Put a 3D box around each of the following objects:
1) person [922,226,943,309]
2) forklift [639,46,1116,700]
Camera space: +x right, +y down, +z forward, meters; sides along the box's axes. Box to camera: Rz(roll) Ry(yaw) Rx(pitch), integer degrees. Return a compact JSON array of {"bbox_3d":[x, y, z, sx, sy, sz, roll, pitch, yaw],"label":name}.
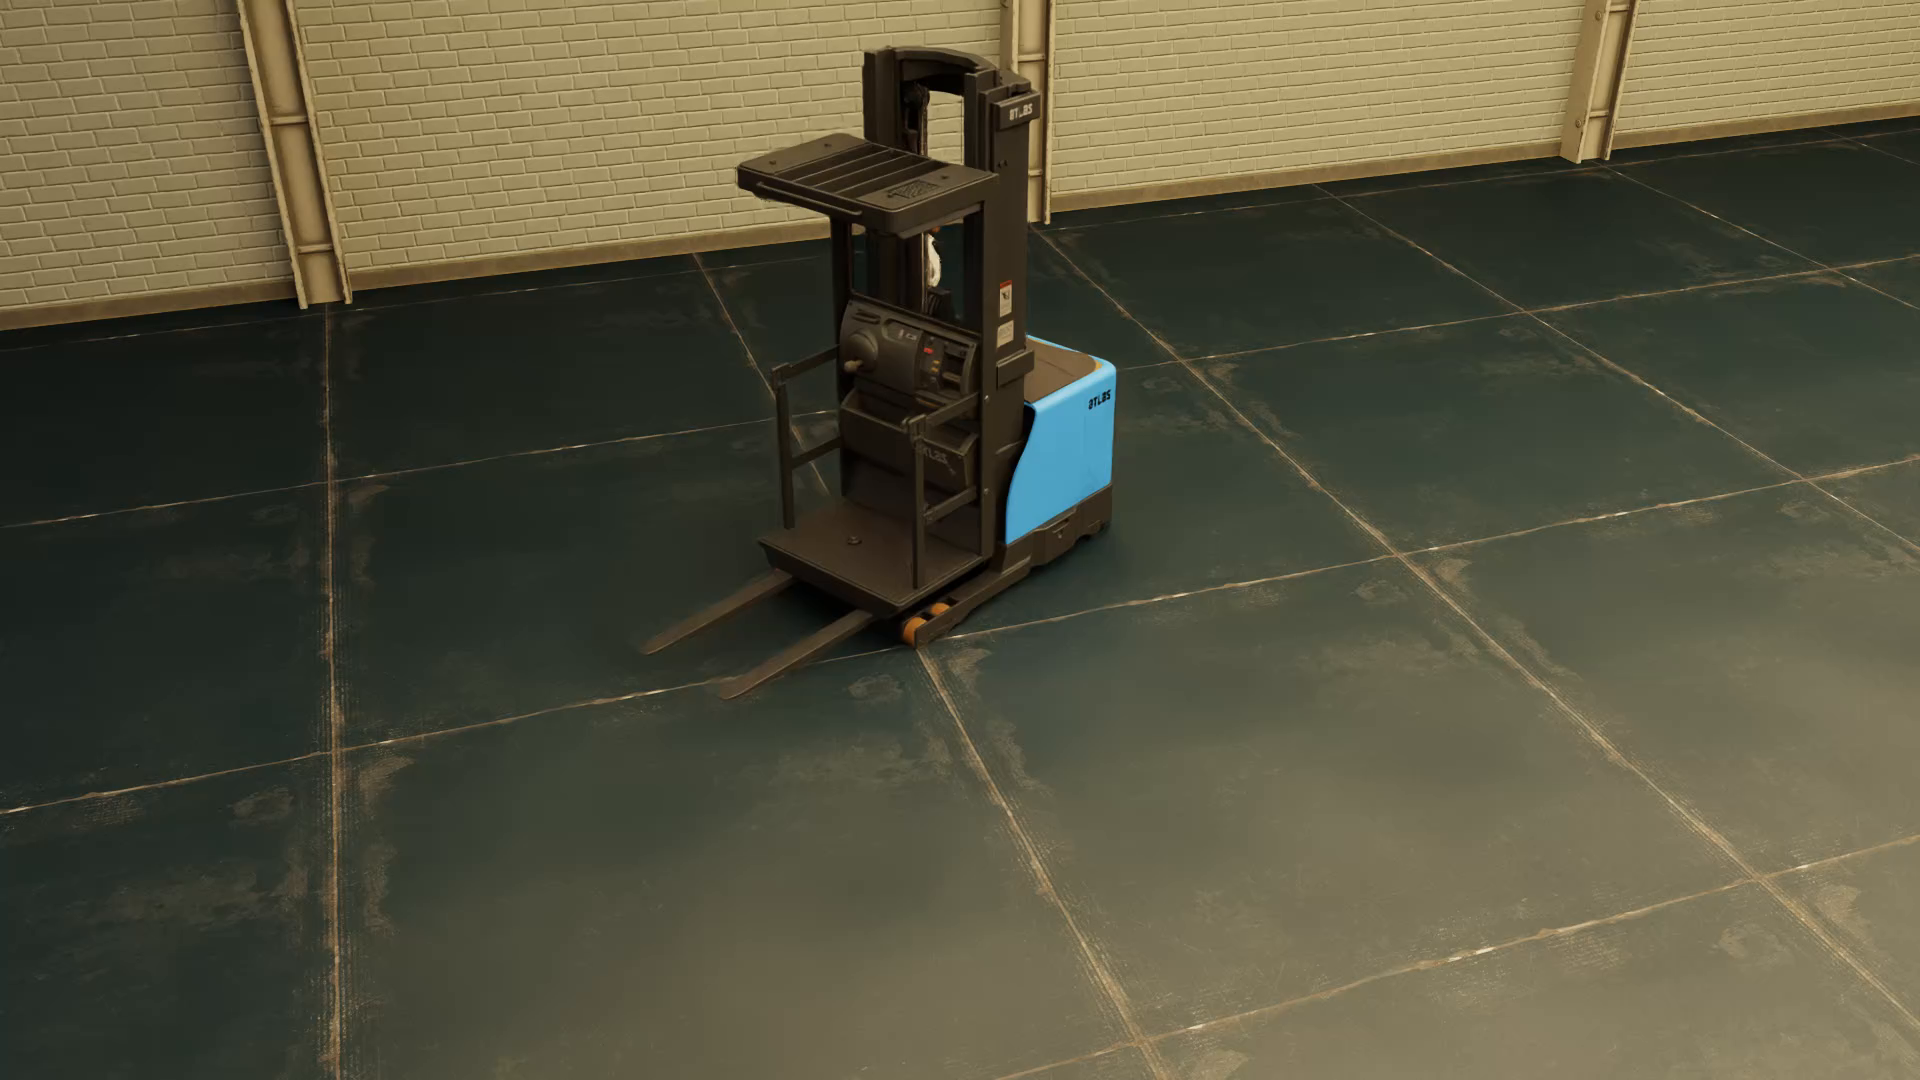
[{"bbox_3d":[-0.270,-1.482,10.969,0.375,1.636,0.734,-2,30,-3],"label":"person"},{"bbox_3d":[-0.421,-0.968,8.769,1.130,2.935,3.031,23,37,35],"label":"forklift"}]
